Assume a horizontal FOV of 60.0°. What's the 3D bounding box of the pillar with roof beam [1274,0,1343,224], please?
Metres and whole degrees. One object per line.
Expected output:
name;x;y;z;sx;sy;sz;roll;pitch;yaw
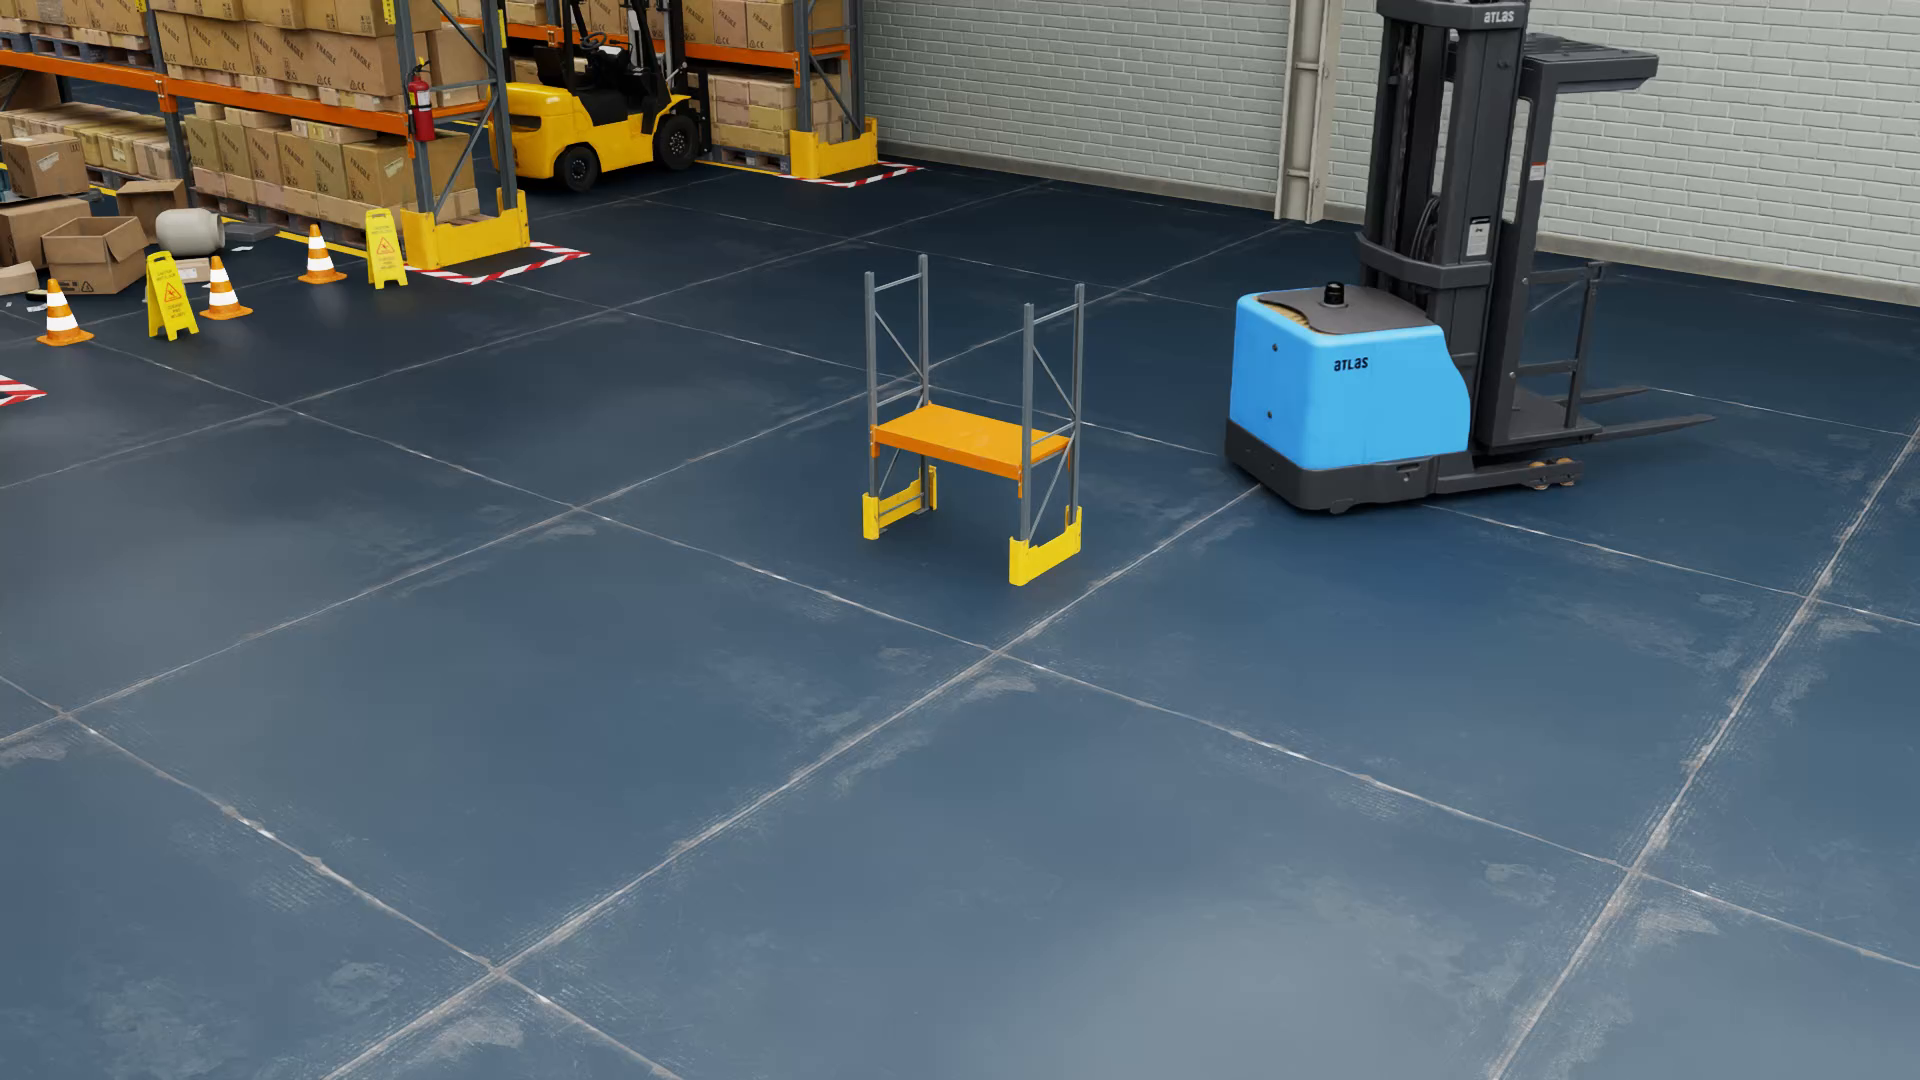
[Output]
pillar with roof beam;0.778;-5.919;11.522;0.400;9.000;9.100;17;29;33

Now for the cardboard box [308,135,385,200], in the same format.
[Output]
cardboard box;-5.616;-3.463;15.350;0.500;0.500;0.500;18;30;35

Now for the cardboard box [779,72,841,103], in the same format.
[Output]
cardboard box;-1.696;-5.123;18.806;0.500;0.250;0.500;16;29;33

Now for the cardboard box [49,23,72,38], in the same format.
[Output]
cardboard box;-9.387;-5.418;17.618;0.250;0.149;0.380;18;29;35

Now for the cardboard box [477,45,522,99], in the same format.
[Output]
cardboard box;-6.269;-6.121;21.845;0.625;0.625;0.875;15;28;31

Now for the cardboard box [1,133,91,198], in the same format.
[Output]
cardboard box;-8.643;-3.540;15.725;0.500;0.500;0.500;17;29;33

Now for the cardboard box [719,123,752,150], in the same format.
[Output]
cardboard box;-2.382;-4.623;18.911;0.500;0.250;0.500;17;29;33

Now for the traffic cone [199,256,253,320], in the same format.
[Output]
traffic cone;-5.910;-2.038;13.302;0.334;0.463;0.336;17;29;33

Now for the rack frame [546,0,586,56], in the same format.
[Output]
rack frame;-4.625;-6.521;20.330;0.127;3.000;1.000;17;29;33

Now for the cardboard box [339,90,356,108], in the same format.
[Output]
cardboard box;-5.288;-3.952;14.812;0.250;0.149;0.380;16;29;32

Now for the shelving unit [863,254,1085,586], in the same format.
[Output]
shelving unit;0.061;-0.668;8.906;1.083;1.500;0.587;17;29;33

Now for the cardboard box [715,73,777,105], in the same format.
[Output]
cardboard box;-2.392;-5.078;18.704;0.500;0.250;0.500;17;29;34

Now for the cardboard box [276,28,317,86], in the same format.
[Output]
cardboard box;-5.794;-4.420;15.070;0.500;0.500;0.500;17;29;33

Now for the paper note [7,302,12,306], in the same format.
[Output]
paper note;-7.788;-1.930;13.618;0.032;0.001;0.123;-10;26;-21

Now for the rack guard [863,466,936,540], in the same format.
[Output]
rack guard;-0.338;-0.216;9.431;0.087;0.250;0.587;17;29;33

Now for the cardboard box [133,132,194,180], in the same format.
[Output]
cardboard box;-8.021;-4.035;17.425;0.625;0.372;0.950;17;29;34

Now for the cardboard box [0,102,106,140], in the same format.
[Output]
cardboard box;-10.354;-4.736;19.017;0.625;0.372;0.950;15;28;30

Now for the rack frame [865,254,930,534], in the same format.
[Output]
rack frame;-0.339;-0.789;9.180;0.032;1.500;0.500;17;29;33

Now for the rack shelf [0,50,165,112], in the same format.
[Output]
rack shelf;-9.200;-5.073;17.936;4.000;0.370;1.077;17;29;33

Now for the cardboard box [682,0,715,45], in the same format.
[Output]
cardboard box;-2.796;-5.886;18.765;0.500;0.500;0.500;16;29;32

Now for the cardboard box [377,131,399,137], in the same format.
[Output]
cardboard box;-5.319;-3.644;15.758;0.500;0.500;0.500;16;28;31

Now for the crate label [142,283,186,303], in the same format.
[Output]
crate label;-6.576;-2.059;13.754;0.298;0.136;0.250;3;24;6

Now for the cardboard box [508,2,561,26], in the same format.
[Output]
cardboard box;-5.186;-6.490;20.446;0.500;0.250;0.500;18;29;34

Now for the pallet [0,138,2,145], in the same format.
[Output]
pallet;-11.386;-4.825;19.939;1.213;0.211;1.003;17;29;33

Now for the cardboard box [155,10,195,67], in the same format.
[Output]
cardboard box;-7.414;-4.904;16.168;0.500;0.500;0.500;17;29;33

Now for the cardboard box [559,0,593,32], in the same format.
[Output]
cardboard box;-4.427;-6.375;19.876;0.500;0.500;0.500;16;28;32

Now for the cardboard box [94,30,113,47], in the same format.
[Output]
cardboard box;-8.605;-5.152;17.013;0.250;0.149;0.380;16;29;32

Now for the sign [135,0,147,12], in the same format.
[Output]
sign;-7.929;-5.269;16.052;0.005;0.325;0.100;17;29;33

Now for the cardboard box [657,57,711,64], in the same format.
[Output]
cardboard box;-3.304;-5.612;19.916;0.500;0.250;0.500;17;29;34

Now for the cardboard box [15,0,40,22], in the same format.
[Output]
cardboard box;-9.729;-5.827;17.740;0.500;0.500;0.500;17;29;34

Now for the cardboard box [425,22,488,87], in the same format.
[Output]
cardboard box;-4.611;-4.337;14.881;0.500;0.500;0.500;16;29;33

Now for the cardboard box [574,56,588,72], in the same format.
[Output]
cardboard box;-4.427;-5.694;20.103;0.500;0.250;0.500;16;29;33

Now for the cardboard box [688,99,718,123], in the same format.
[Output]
cardboard box;-2.822;-4.976;19.093;0.500;0.250;0.500;16;28;32

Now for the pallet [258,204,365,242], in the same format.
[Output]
pallet;-6.060;-3.197;16.244;1.213;0.211;1.003;17;29;33

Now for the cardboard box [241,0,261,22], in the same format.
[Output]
cardboard box;-6.124;-5.024;15.200;0.500;0.500;0.700;17;29;33

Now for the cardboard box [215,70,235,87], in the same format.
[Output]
cardboard box;-6.899;-4.454;15.951;0.250;0.149;0.380;18;29;35

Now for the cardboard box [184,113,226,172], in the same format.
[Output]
cardboard box;-7.289;-3.966;16.491;0.500;0.500;0.500;18;30;36

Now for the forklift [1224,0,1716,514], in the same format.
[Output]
forklift;3.208;-1.831;9.771;3.031;2.935;1.130;-8;25;-17

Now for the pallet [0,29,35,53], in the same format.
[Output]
pallet;-10.166;-5.660;18.615;1.003;0.211;1.213;17;29;33

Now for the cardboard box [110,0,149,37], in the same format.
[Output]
cardboard box;-8.107;-5.331;16.614;0.500;0.500;0.500;16;29;32

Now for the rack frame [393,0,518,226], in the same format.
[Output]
rack frame;-4.399;-3.952;14.498;0.127;3.000;1.000;17;29;33

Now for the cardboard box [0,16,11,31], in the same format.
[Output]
cardboard box;-10.254;-5.665;18.177;0.250;0.149;0.380;15;28;30

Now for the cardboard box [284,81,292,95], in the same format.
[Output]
cardboard box;-6.038;-4.234;15.451;0.250;0.149;0.380;17;29;33

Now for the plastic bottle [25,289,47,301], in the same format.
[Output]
plastic bottle;-7.638;-2.030;13.780;0.283;0.061;0.133;7;25;15

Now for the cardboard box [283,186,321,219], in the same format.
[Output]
cardboard box;-6.039;-3.247;15.788;0.500;0.250;0.500;16;28;31

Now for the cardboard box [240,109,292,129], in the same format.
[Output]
cardboard box;-6.596;-4.026;15.821;0.250;0.149;0.380;19;30;36
